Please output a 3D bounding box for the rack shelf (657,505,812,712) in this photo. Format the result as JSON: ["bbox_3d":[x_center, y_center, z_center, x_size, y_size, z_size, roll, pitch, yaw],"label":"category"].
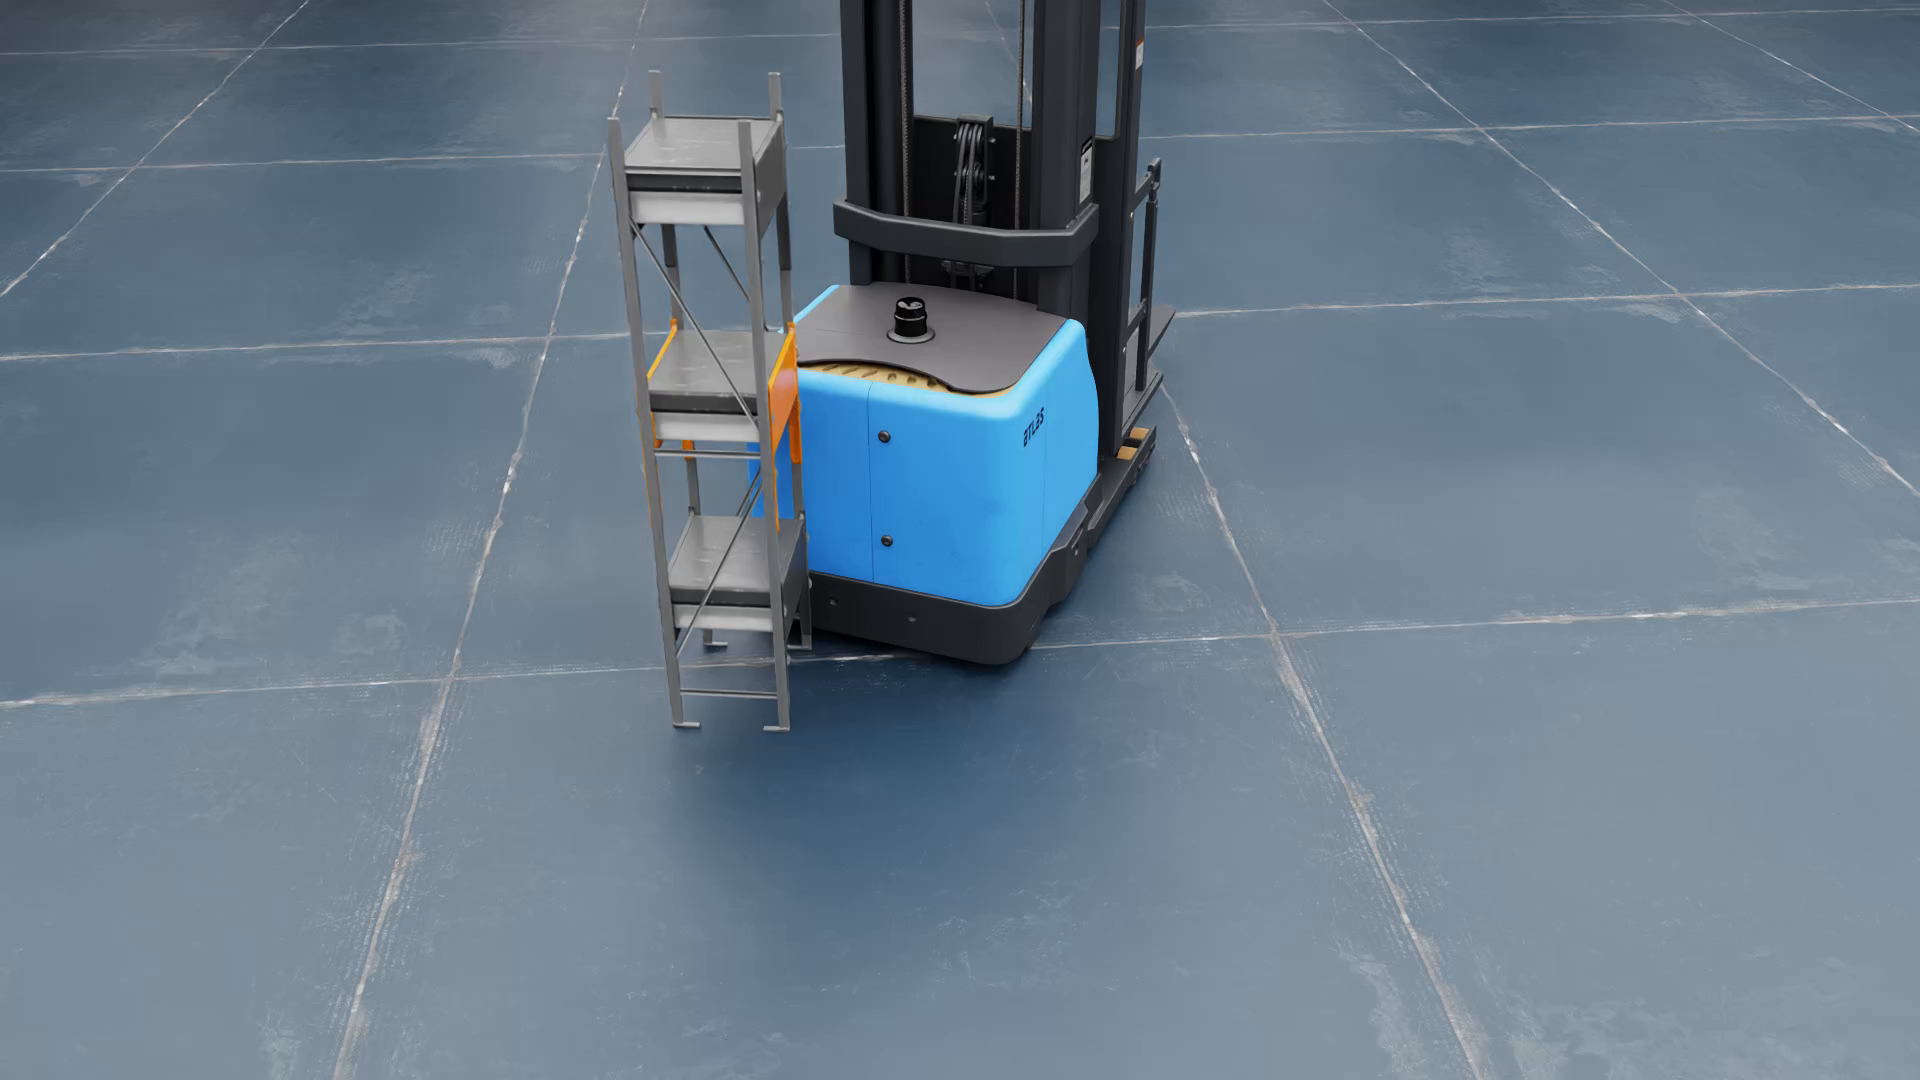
[{"bbox_3d":[-0.760,0.229,5.709,0.431,0.518,0.480,2,31,4],"label":"rack shelf"}]

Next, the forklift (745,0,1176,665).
[{"bbox_3d":[0.221,-1.560,6.504,1.130,2.935,3.031,11,33,18],"label":"forklift"}]

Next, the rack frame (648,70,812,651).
[{"bbox_3d":[-0.742,-0.509,5.554,0.400,2.100,0.015,2,31,4],"label":"rack frame"}]

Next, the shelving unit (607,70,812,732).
[{"bbox_3d":[-0.760,-0.385,5.345,0.431,2.100,0.503,2,31,4],"label":"shelving unit"}]

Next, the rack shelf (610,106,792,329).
[{"bbox_3d":[-0.760,-0.975,4.995,0.431,0.518,0.480,2,31,4],"label":"rack shelf"}]

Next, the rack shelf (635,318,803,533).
[{"bbox_3d":[-0.760,-0.373,5.352,0.431,0.518,0.480,2,31,4],"label":"rack shelf"}]

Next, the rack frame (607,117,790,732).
[{"bbox_3d":[-0.779,-0.261,5.136,0.400,2.100,0.015,2,31,4],"label":"rack frame"}]
